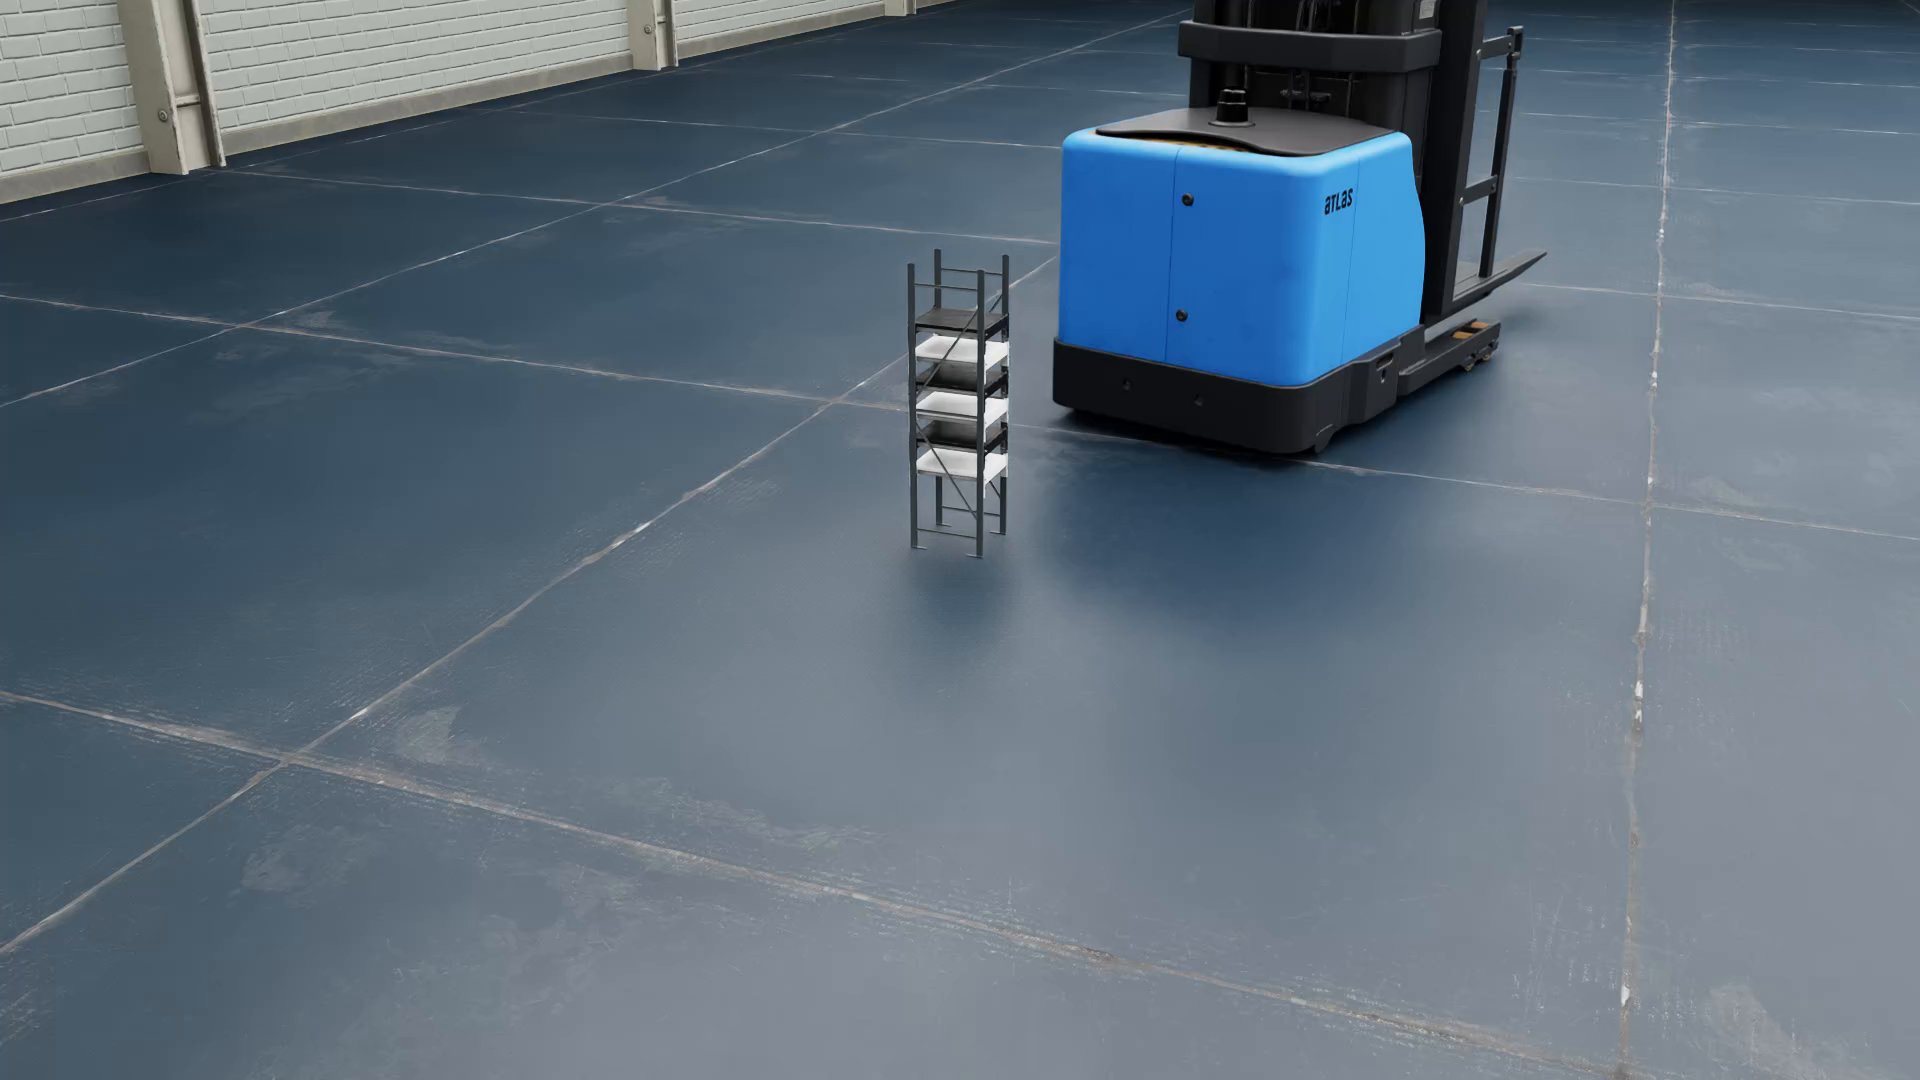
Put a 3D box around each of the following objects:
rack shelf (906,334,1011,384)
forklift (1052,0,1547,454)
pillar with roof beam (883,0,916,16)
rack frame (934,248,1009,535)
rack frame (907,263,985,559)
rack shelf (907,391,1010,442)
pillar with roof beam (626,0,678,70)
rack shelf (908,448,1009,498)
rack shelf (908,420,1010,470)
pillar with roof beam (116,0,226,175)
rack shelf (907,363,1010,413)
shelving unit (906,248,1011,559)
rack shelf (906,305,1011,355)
[{"bbox_3d":[-0.003,-0.548,5.013,0.258,0.077,0.200,9,24,20],"label":"rack shelf"},{"bbox_3d":[1.644,-2.156,6.609,1.130,2.935,3.031,16,28,34],"label":"forklift"},{"bbox_3d":[3.211,-10.353,18.361,9.100,9.000,0.400,9,24,20],"label":"pillar with roof beam"},{"bbox_3d":[0.035,-0.449,5.157,0.240,0.900,0.006,9,24,20],"label":"rack frame"},{"bbox_3d":[-0.041,-0.376,4.983,0.240,0.900,0.006,9,24,20],"label":"rack frame"},{"bbox_3d":[-0.003,-0.382,5.082,0.258,0.077,0.200,9,24,20],"label":"rack shelf"},{"bbox_3d":[0.982,-8.206,13.221,9.100,9.000,0.400,9,24,20],"label":"pillar with roof beam"},{"bbox_3d":[-0.003,-0.215,5.152,0.258,0.077,0.200,9,24,20],"label":"rack shelf"},{"bbox_3d":[-0.003,-0.299,5.117,0.258,0.077,0.200,9,24,20],"label":"rack shelf"},{"bbox_3d":[-1.247,-6.059,8.080,9.100,9.000,0.400,9,24,20],"label":"pillar with roof beam"},{"bbox_3d":[-0.003,-0.465,5.048,0.258,0.077,0.200,9,24,20],"label":"rack shelf"},{"bbox_3d":[-0.003,-0.412,5.070,0.258,0.900,0.210,9,24,20],"label":"shelving unit"},{"bbox_3d":[-0.003,-0.631,4.978,0.258,0.077,0.200,9,24,20],"label":"rack shelf"}]
